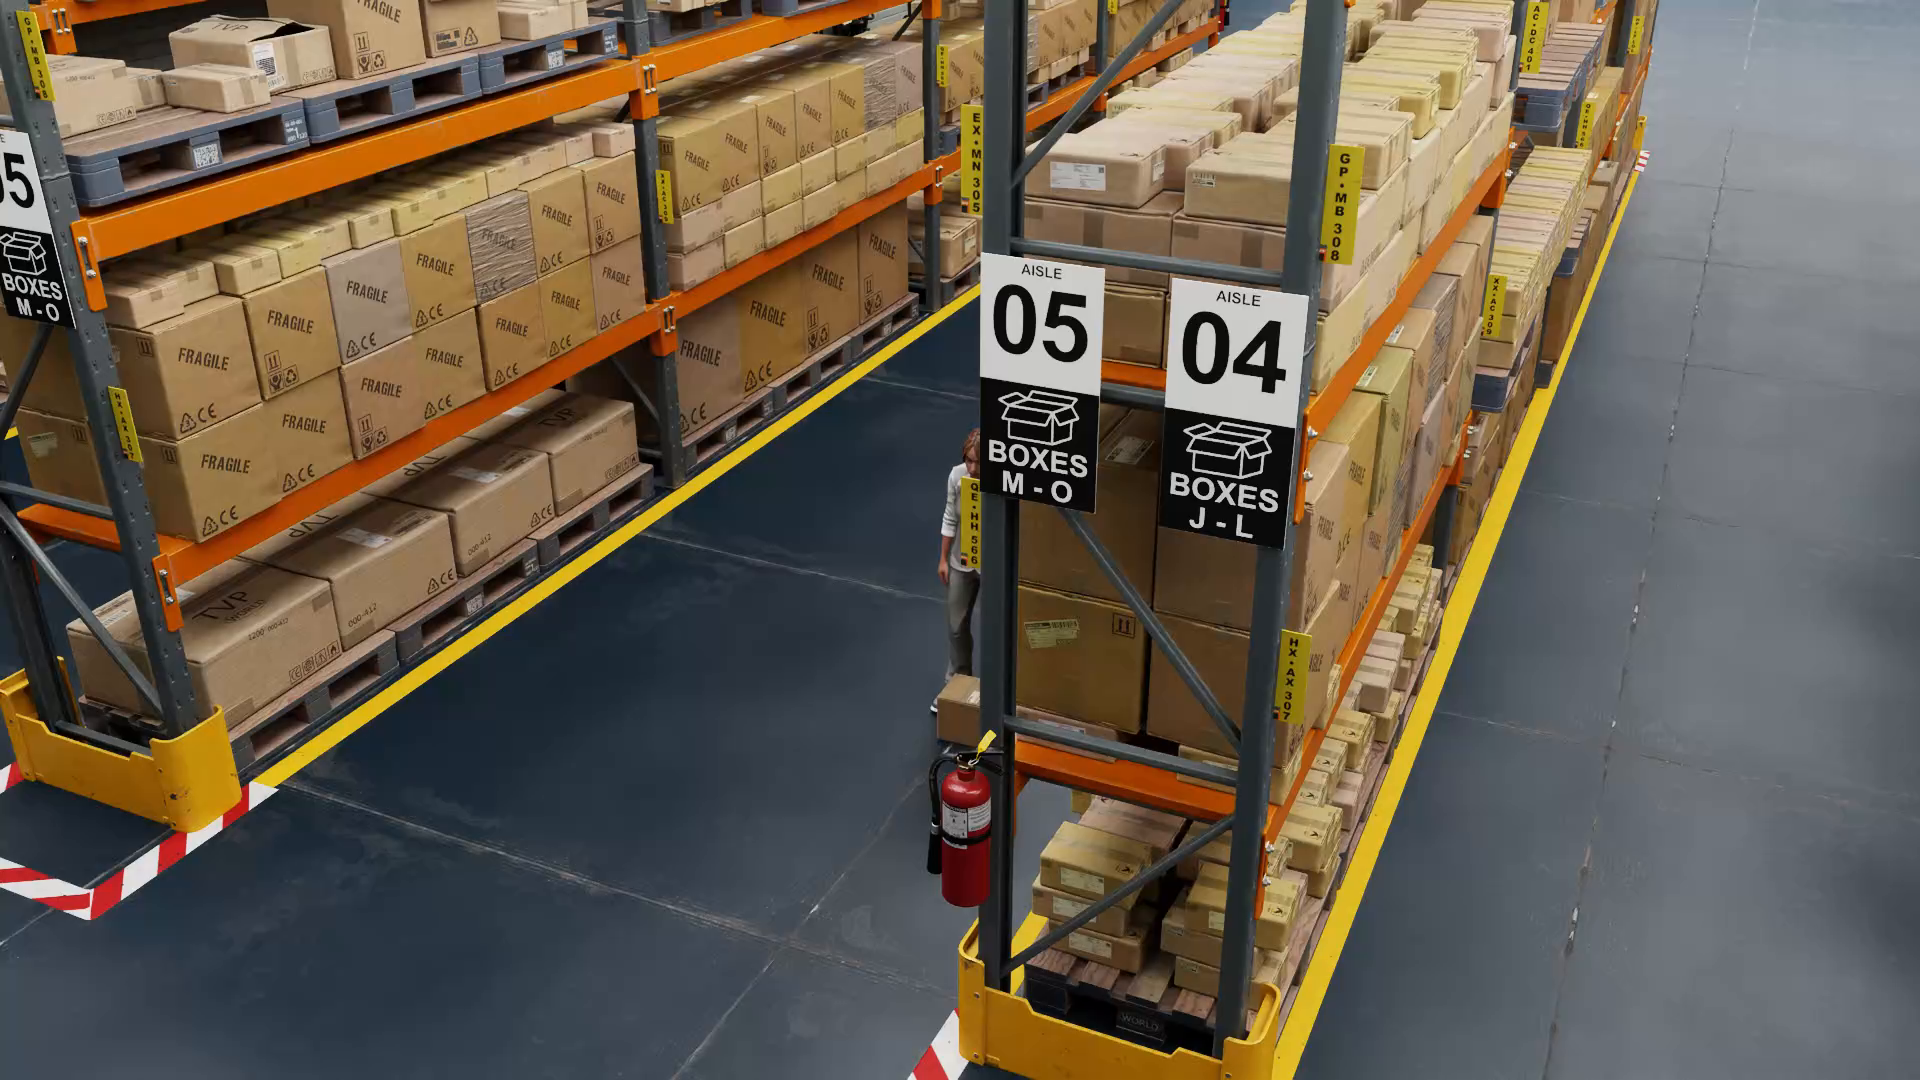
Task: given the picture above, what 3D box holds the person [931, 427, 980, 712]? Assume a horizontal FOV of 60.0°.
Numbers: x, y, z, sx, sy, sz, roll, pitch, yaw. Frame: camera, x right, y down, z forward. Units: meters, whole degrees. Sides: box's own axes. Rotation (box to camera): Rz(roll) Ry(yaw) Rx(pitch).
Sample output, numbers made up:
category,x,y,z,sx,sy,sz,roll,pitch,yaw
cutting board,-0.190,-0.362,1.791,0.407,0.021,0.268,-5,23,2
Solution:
category,x,y,z,sx,sy,sz,roll,pitch,yaw
person,0.111,0.164,8.312,0.460,1.580,0.348,11,29,21
